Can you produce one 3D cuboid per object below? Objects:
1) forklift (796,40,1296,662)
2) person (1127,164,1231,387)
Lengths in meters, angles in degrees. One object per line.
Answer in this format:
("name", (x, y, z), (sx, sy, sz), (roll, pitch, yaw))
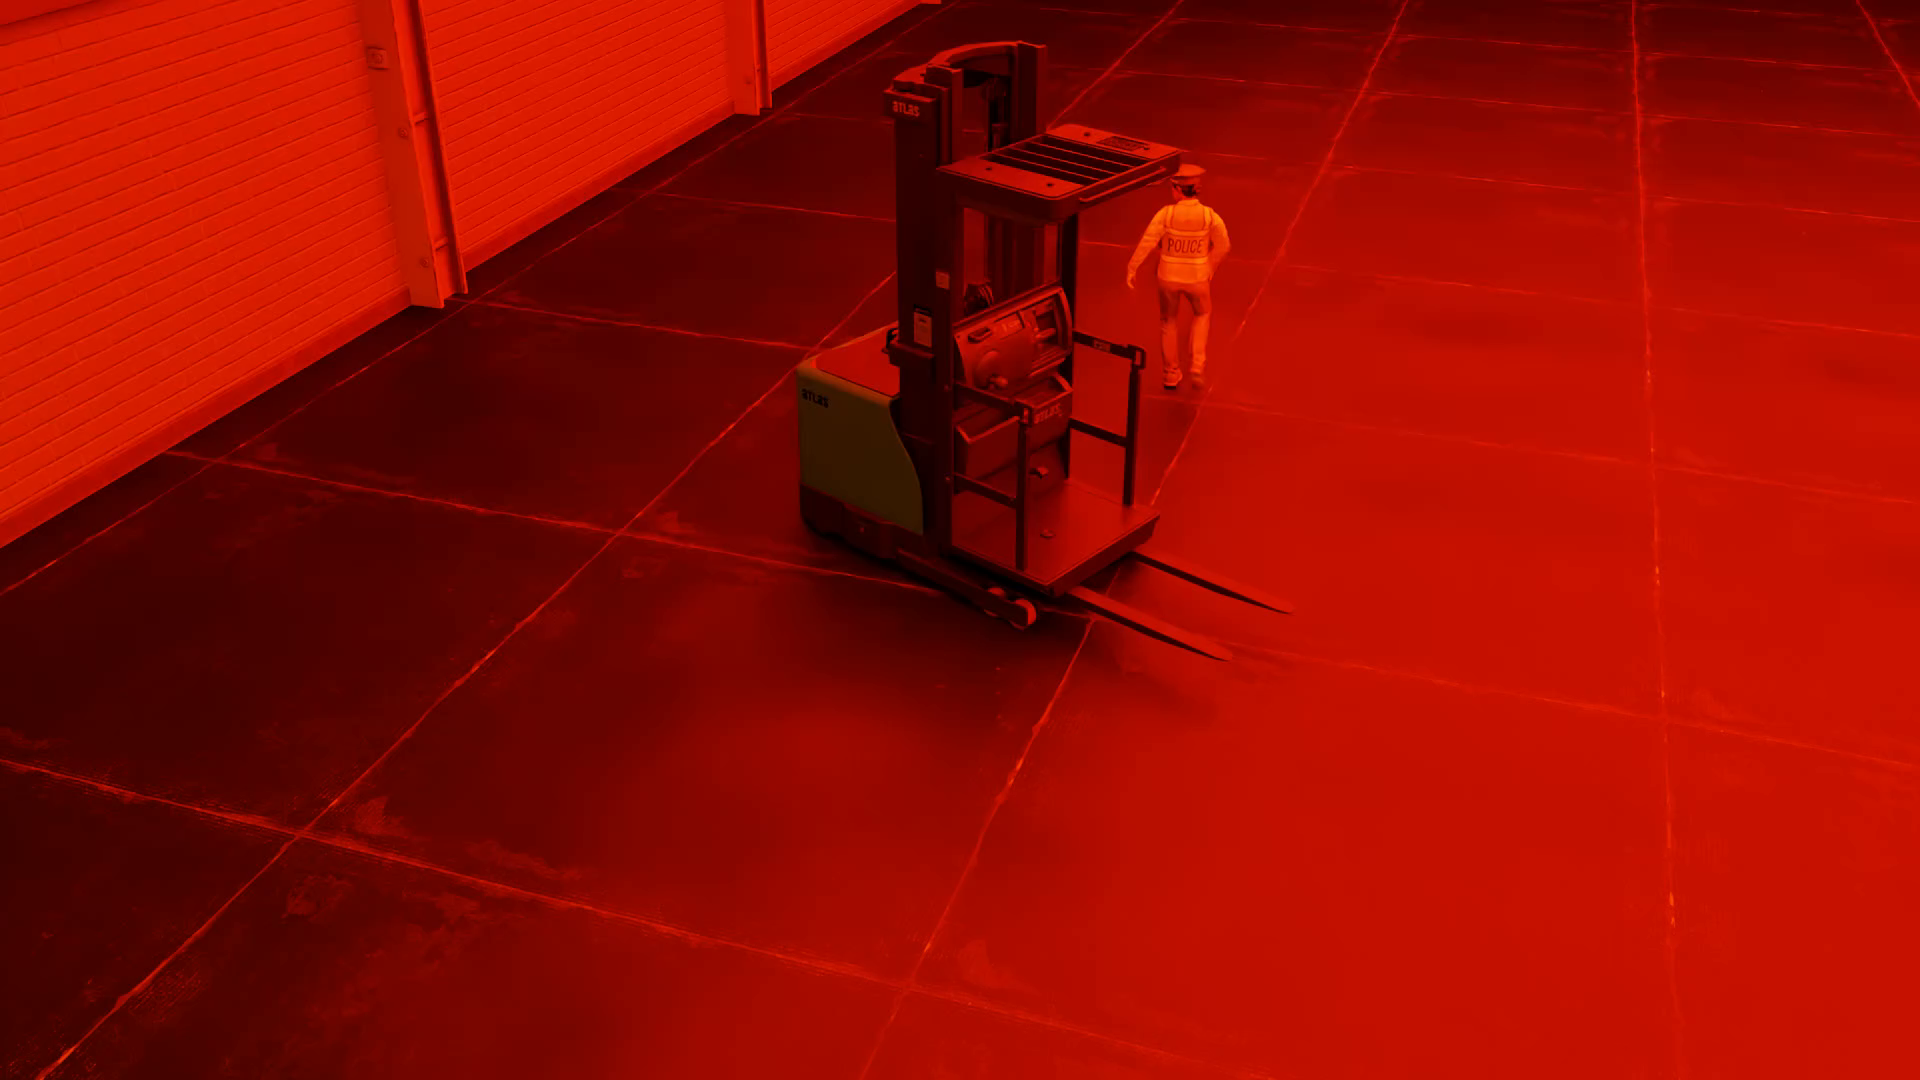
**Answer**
("forklift", (0.459, -1.074, 9.021), (3.031, 2.935, 1.130), (23, 37, 35))
("person", (1.530, -1.847, 11.696), (0.707, 1.635, 0.434), (5, 30, 9))
